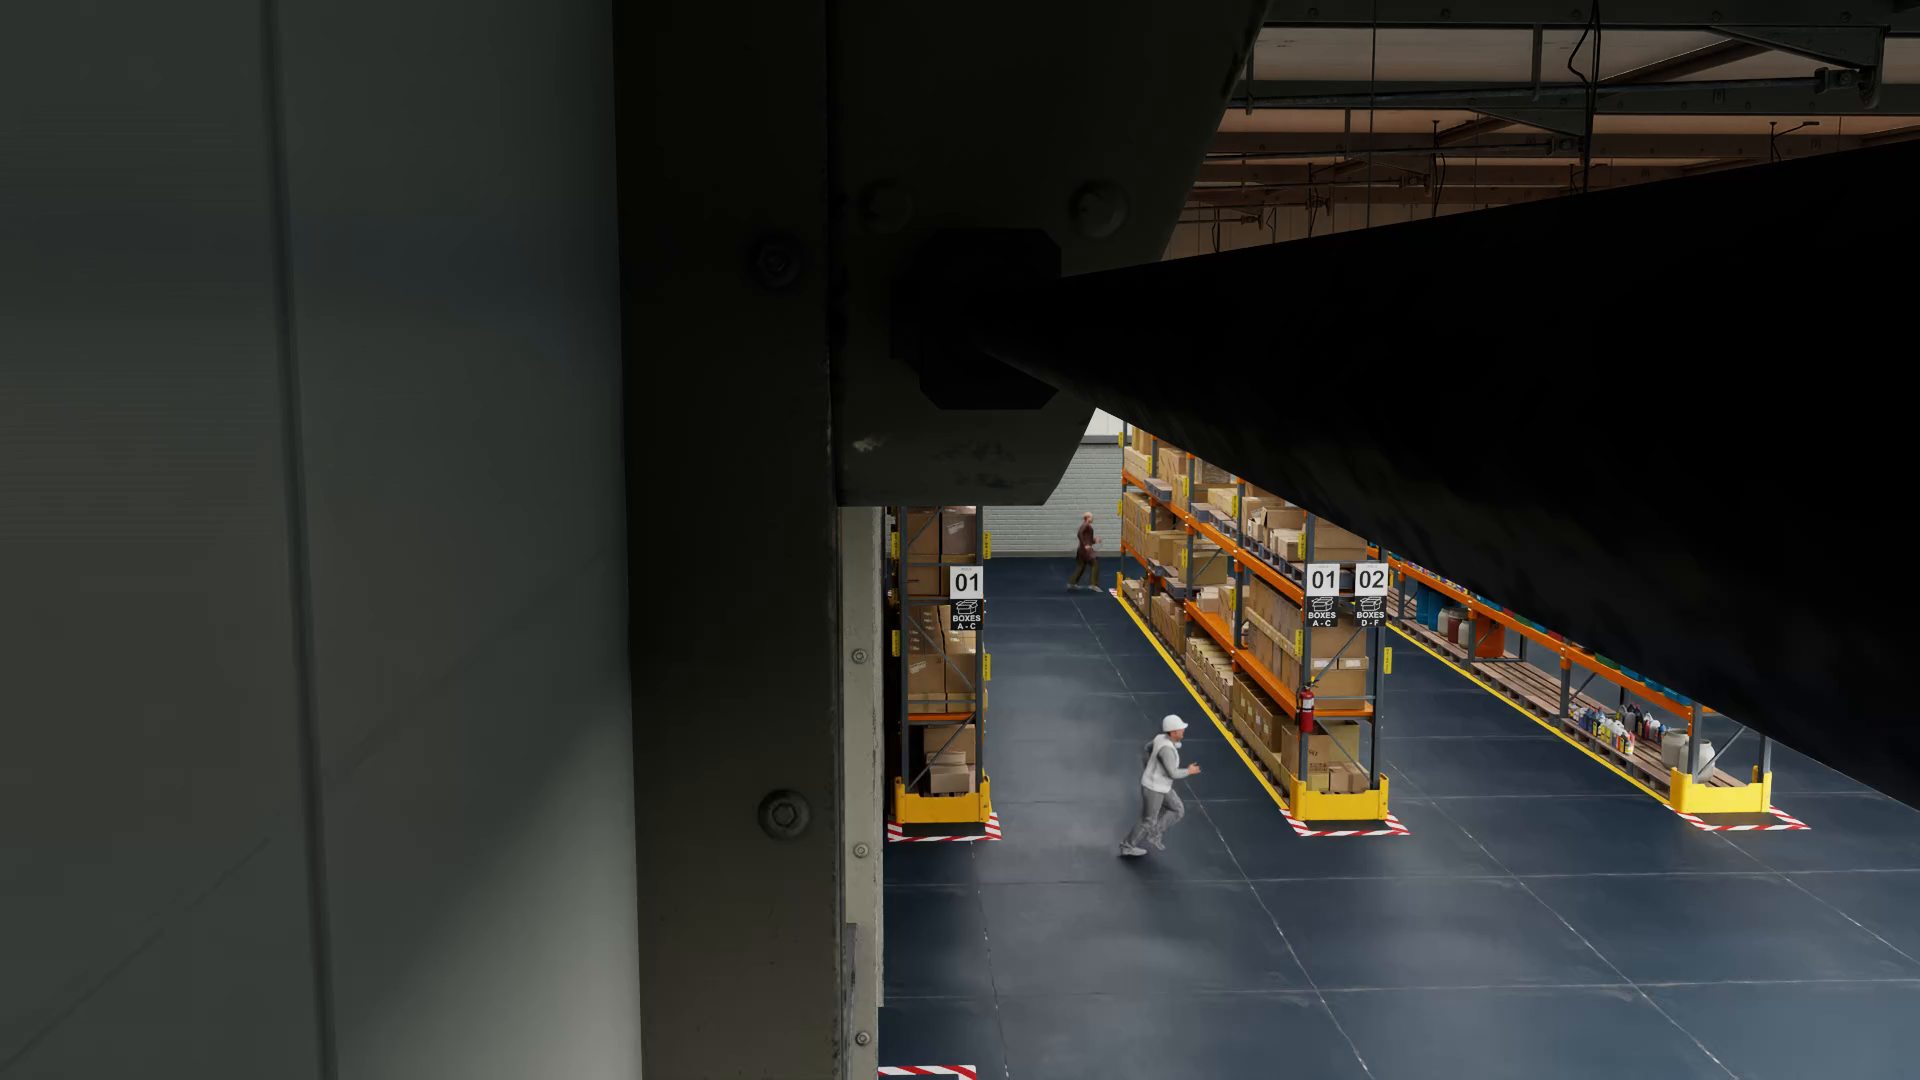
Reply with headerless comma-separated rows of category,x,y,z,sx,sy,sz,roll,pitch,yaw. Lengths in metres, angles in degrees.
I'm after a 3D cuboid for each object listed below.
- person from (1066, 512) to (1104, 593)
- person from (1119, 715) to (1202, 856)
person,2.757,0.271,37.021,0.823,1.756,0.828,-1,8,-5
person,2.308,2.816,19.095,0.931,1.678,0.645,1,8,10
